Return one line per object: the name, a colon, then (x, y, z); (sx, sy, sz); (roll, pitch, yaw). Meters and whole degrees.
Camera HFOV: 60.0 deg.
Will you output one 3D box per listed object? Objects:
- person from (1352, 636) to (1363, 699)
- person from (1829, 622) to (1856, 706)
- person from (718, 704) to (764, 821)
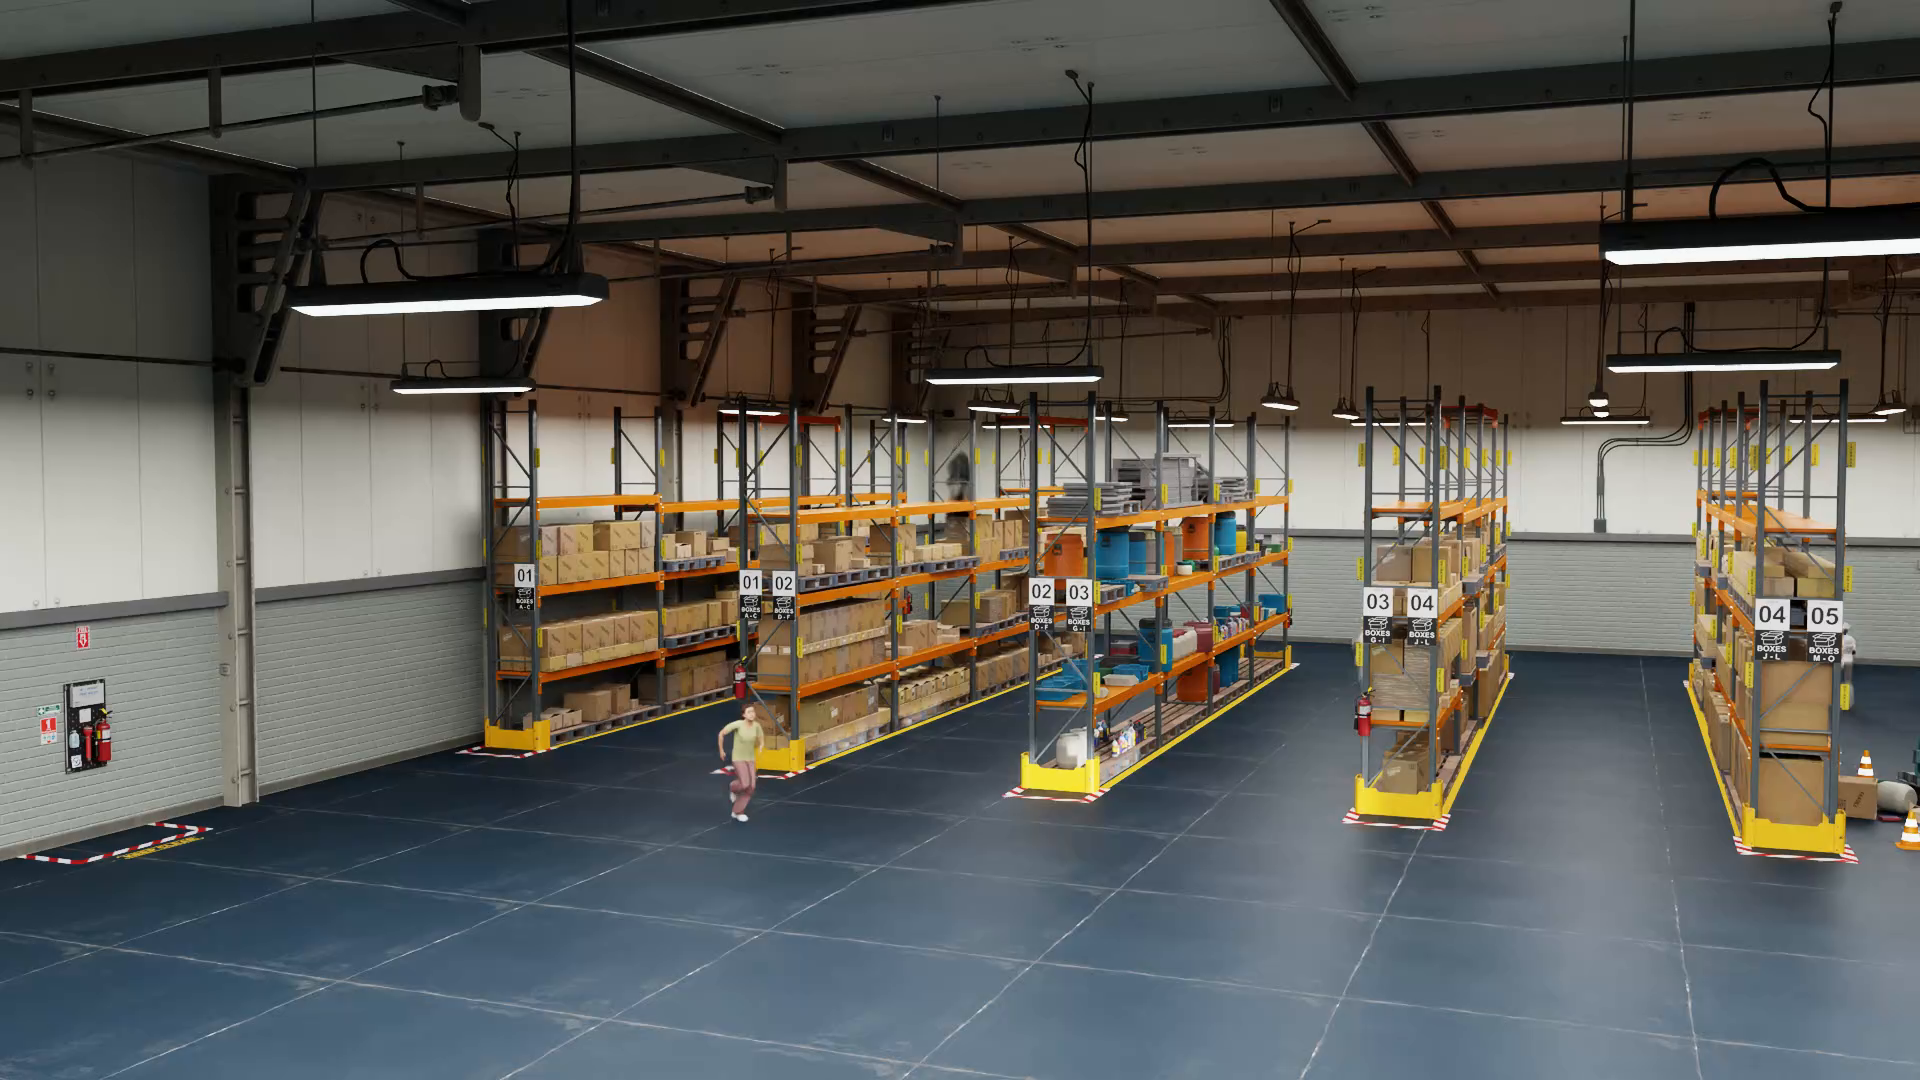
person: (8.079, 2.516, 32.878); (0.681, 1.759, 0.778); (1, 3, 22)
person: (17.699, 2.521, 33.365); (0.519, 1.743, 0.777); (0, 3, 10)
person: (-2.993, 3.074, 23.024); (0.620, 1.613, 0.626); (-2, 3, -35)
